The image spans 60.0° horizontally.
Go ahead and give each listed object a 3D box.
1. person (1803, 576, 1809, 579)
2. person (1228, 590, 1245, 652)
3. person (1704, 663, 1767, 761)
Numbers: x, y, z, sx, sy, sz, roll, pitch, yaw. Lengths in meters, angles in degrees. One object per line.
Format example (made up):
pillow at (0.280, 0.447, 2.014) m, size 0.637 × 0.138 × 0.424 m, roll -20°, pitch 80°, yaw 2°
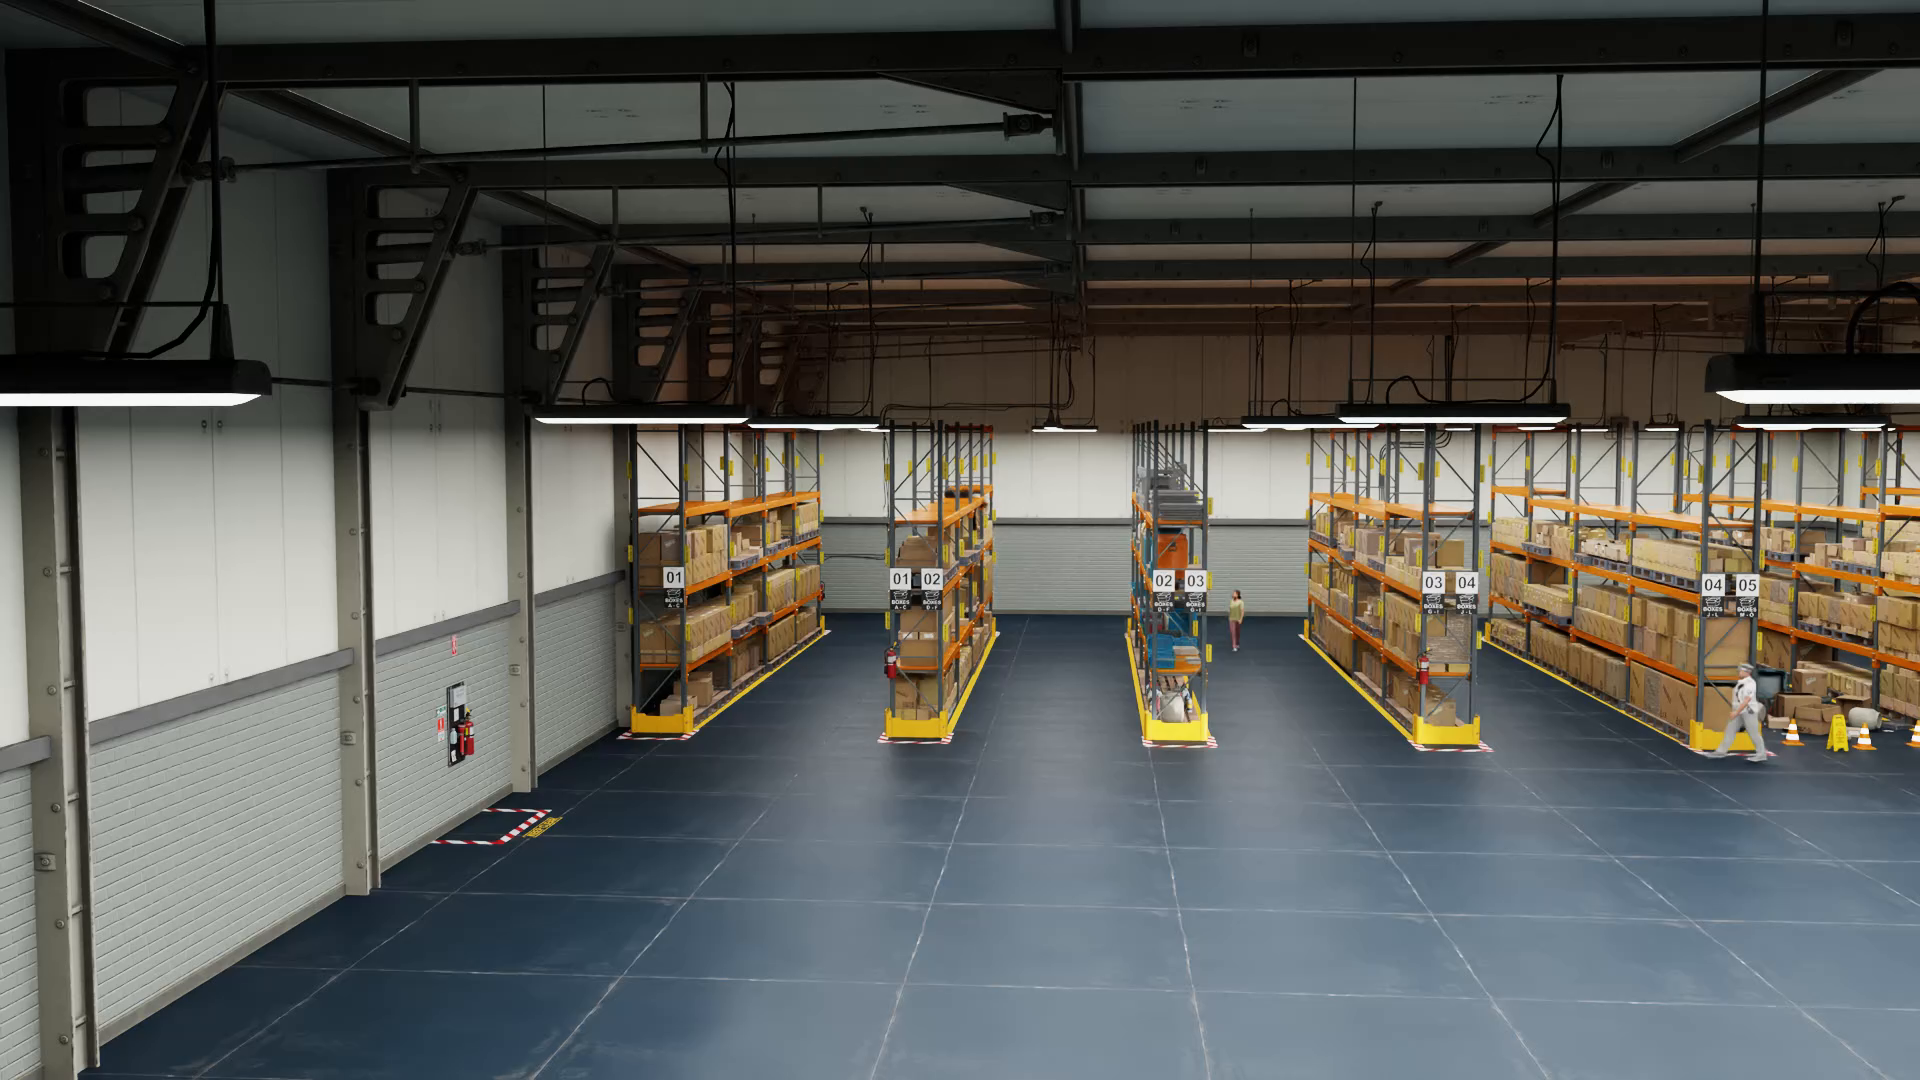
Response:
person at (23.847, 1.885, 46.972) m, size 1.023 × 1.744 × 0.634 m, roll 0°, pitch 4°, yaw 3°
person at (7.319, 2.126, 44.079) m, size 0.411 × 1.621 × 1.064 m, roll 0°, pitch 4°, yaw 1°
person at (13.609, 2.998, 29.052) m, size 0.951 × 1.727 × 0.570 m, roll 0°, pitch 4°, yaw -4°
